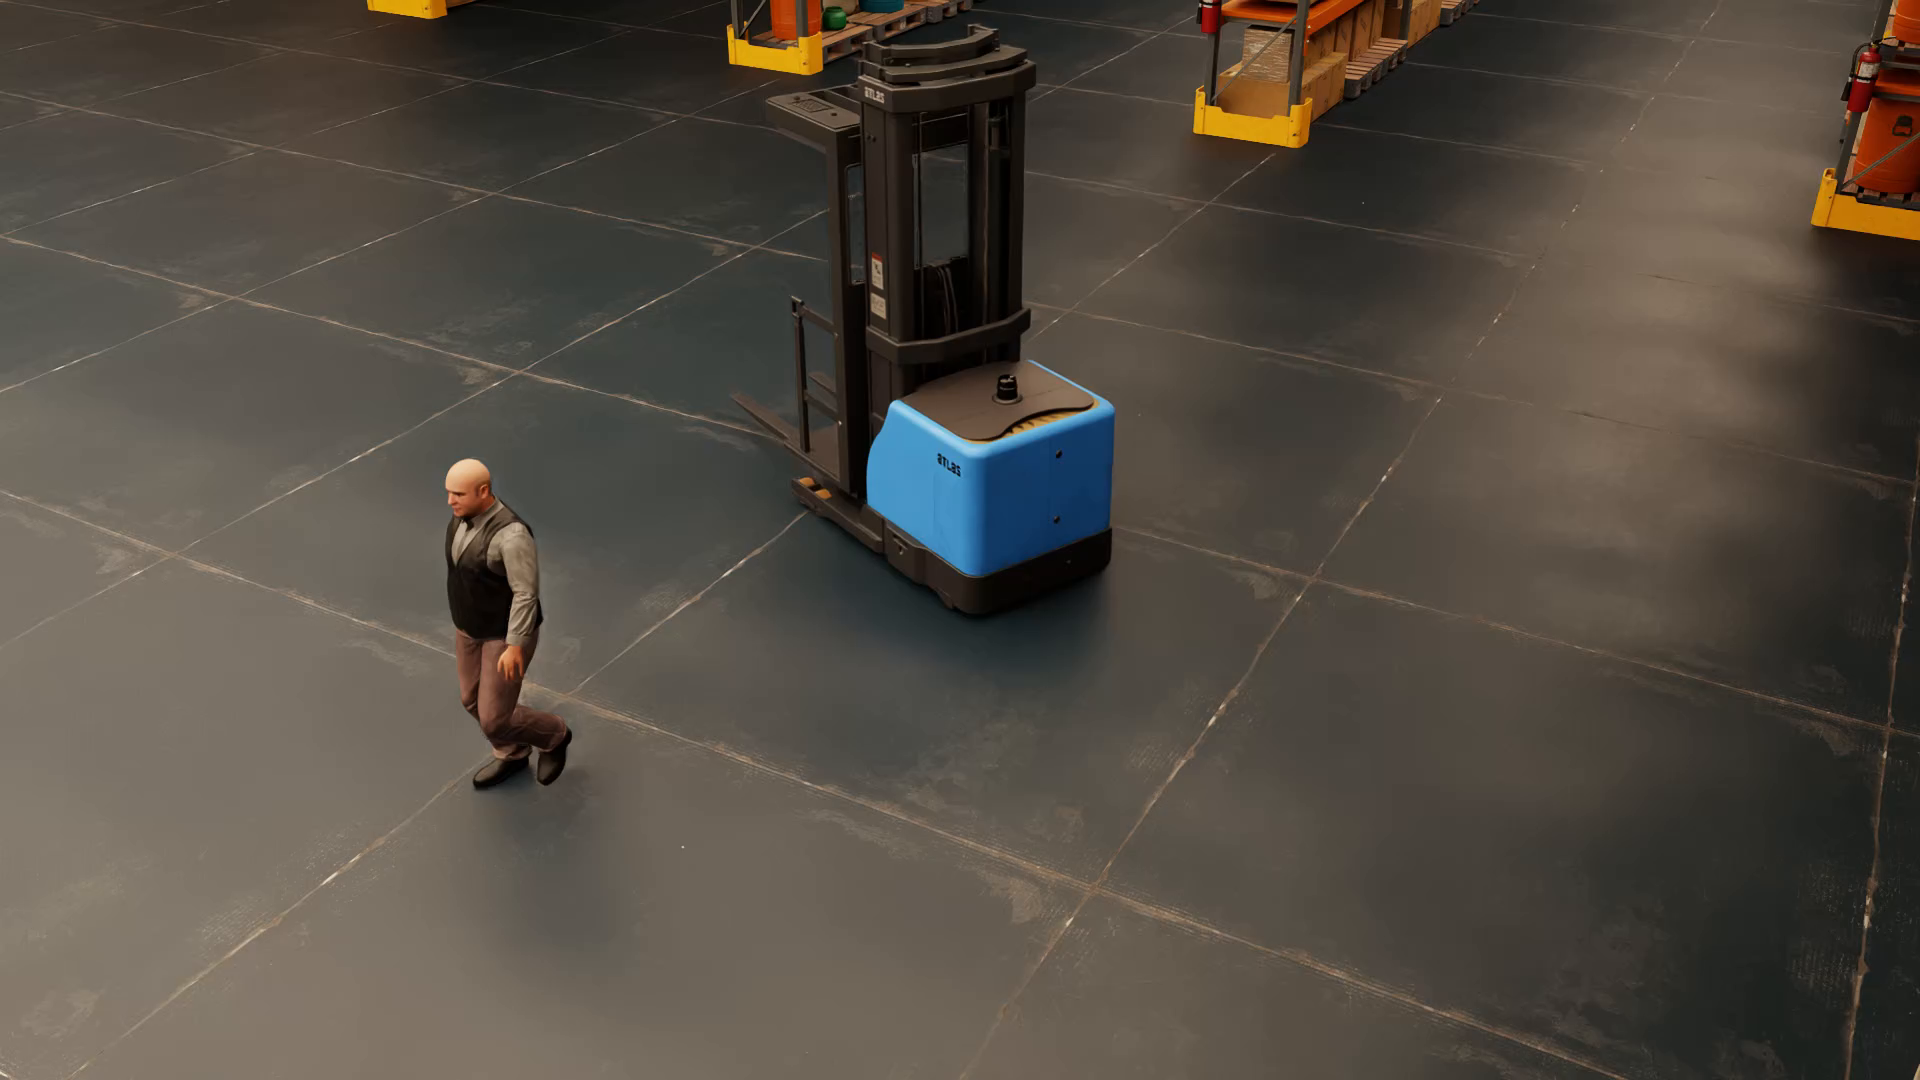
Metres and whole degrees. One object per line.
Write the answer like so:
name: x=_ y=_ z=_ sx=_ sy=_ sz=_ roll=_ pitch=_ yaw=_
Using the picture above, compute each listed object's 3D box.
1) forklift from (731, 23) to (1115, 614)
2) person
forklift: x=-0.395 y=-1.543 z=9.744 sx=1.130 sy=2.935 sz=3.031 roll=-20 pitch=35 yaw=-30
person: x=-2.132 y=0.406 z=7.597 sx=0.699 sy=1.702 sz=0.473 roll=24 pitch=37 yaw=35
